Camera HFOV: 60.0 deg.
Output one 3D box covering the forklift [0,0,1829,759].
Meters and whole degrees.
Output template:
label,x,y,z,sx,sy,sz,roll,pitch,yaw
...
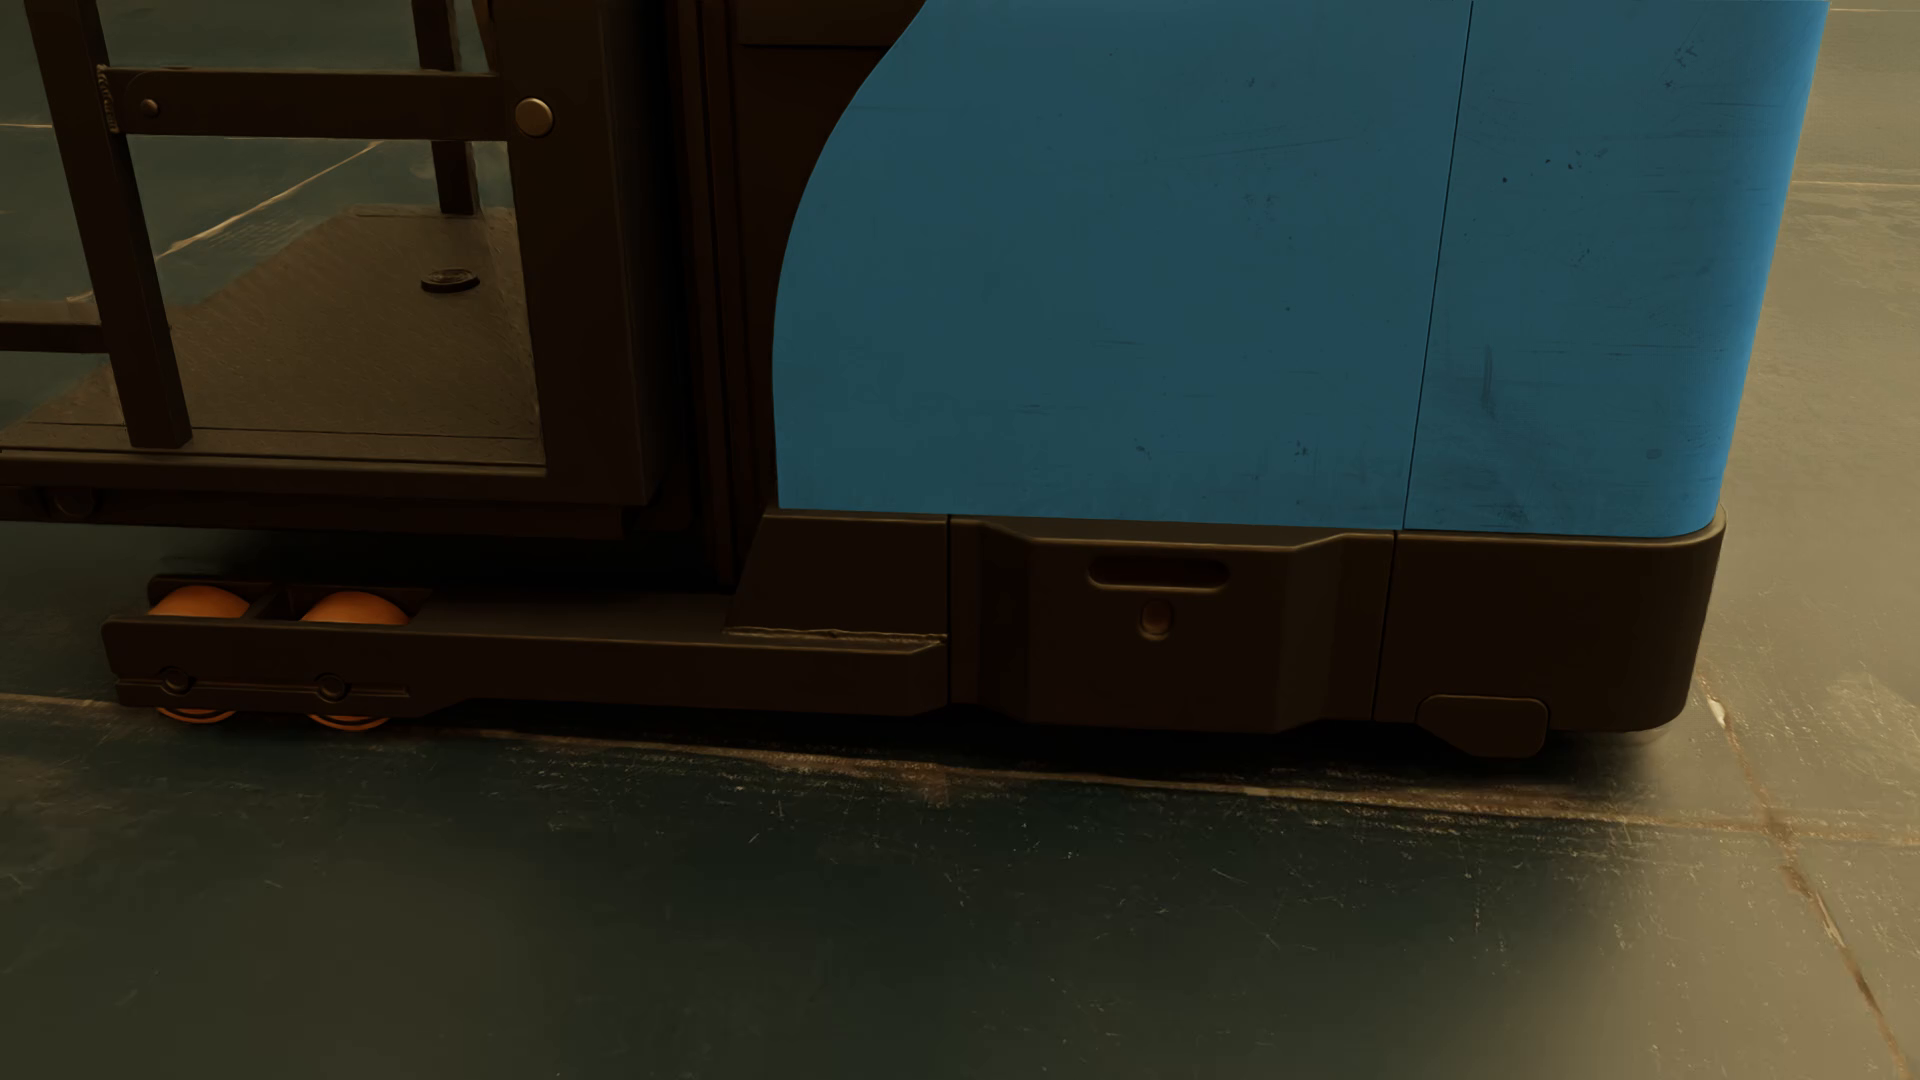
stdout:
label,x,y,z,sx,sy,sz,roll,pitch,yaw
forklift,-0.615,-1.311,1.845,3.031,2.935,1.130,2,27,4
